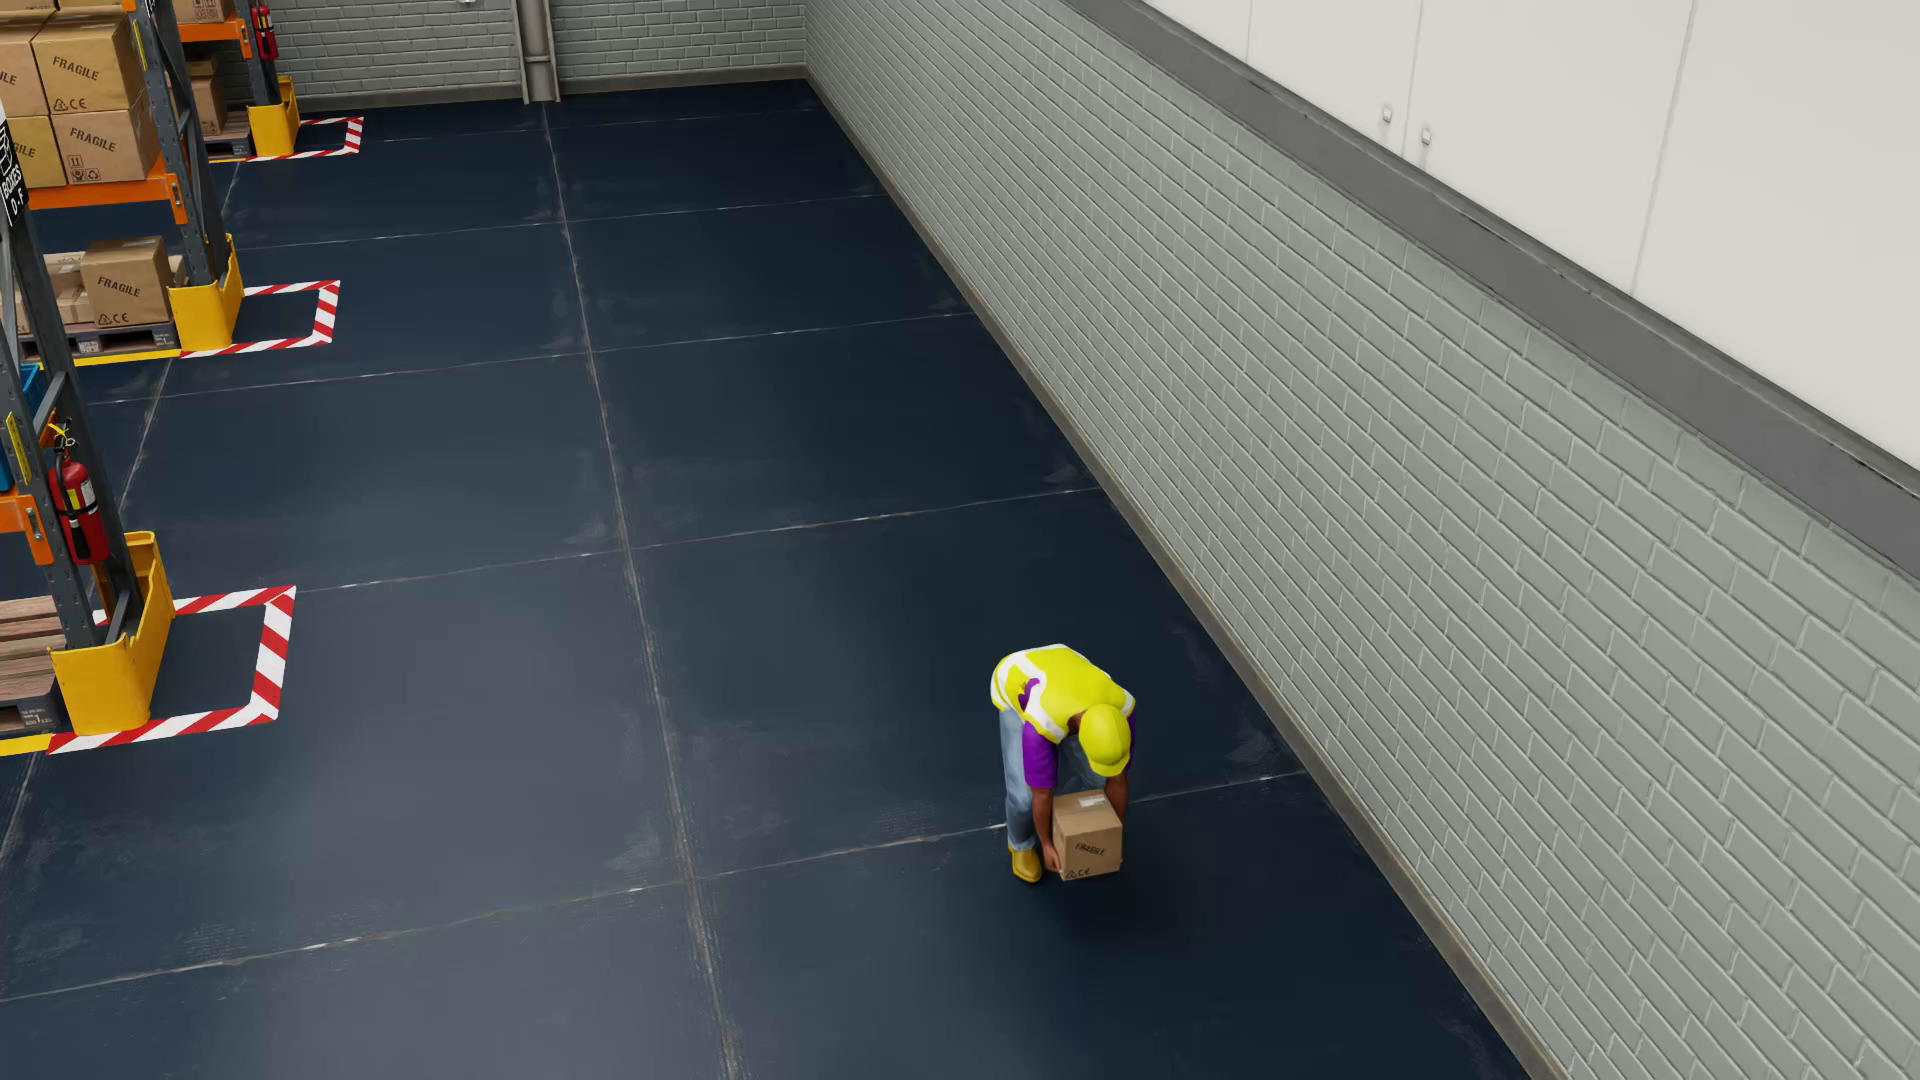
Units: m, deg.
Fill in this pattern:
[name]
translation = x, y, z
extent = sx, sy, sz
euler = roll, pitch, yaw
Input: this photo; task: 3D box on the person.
[person]
translation = 0.461, 0.995, 7.095
extent = 0.503, 1.165, 0.956
euler = -9, 31, -16
